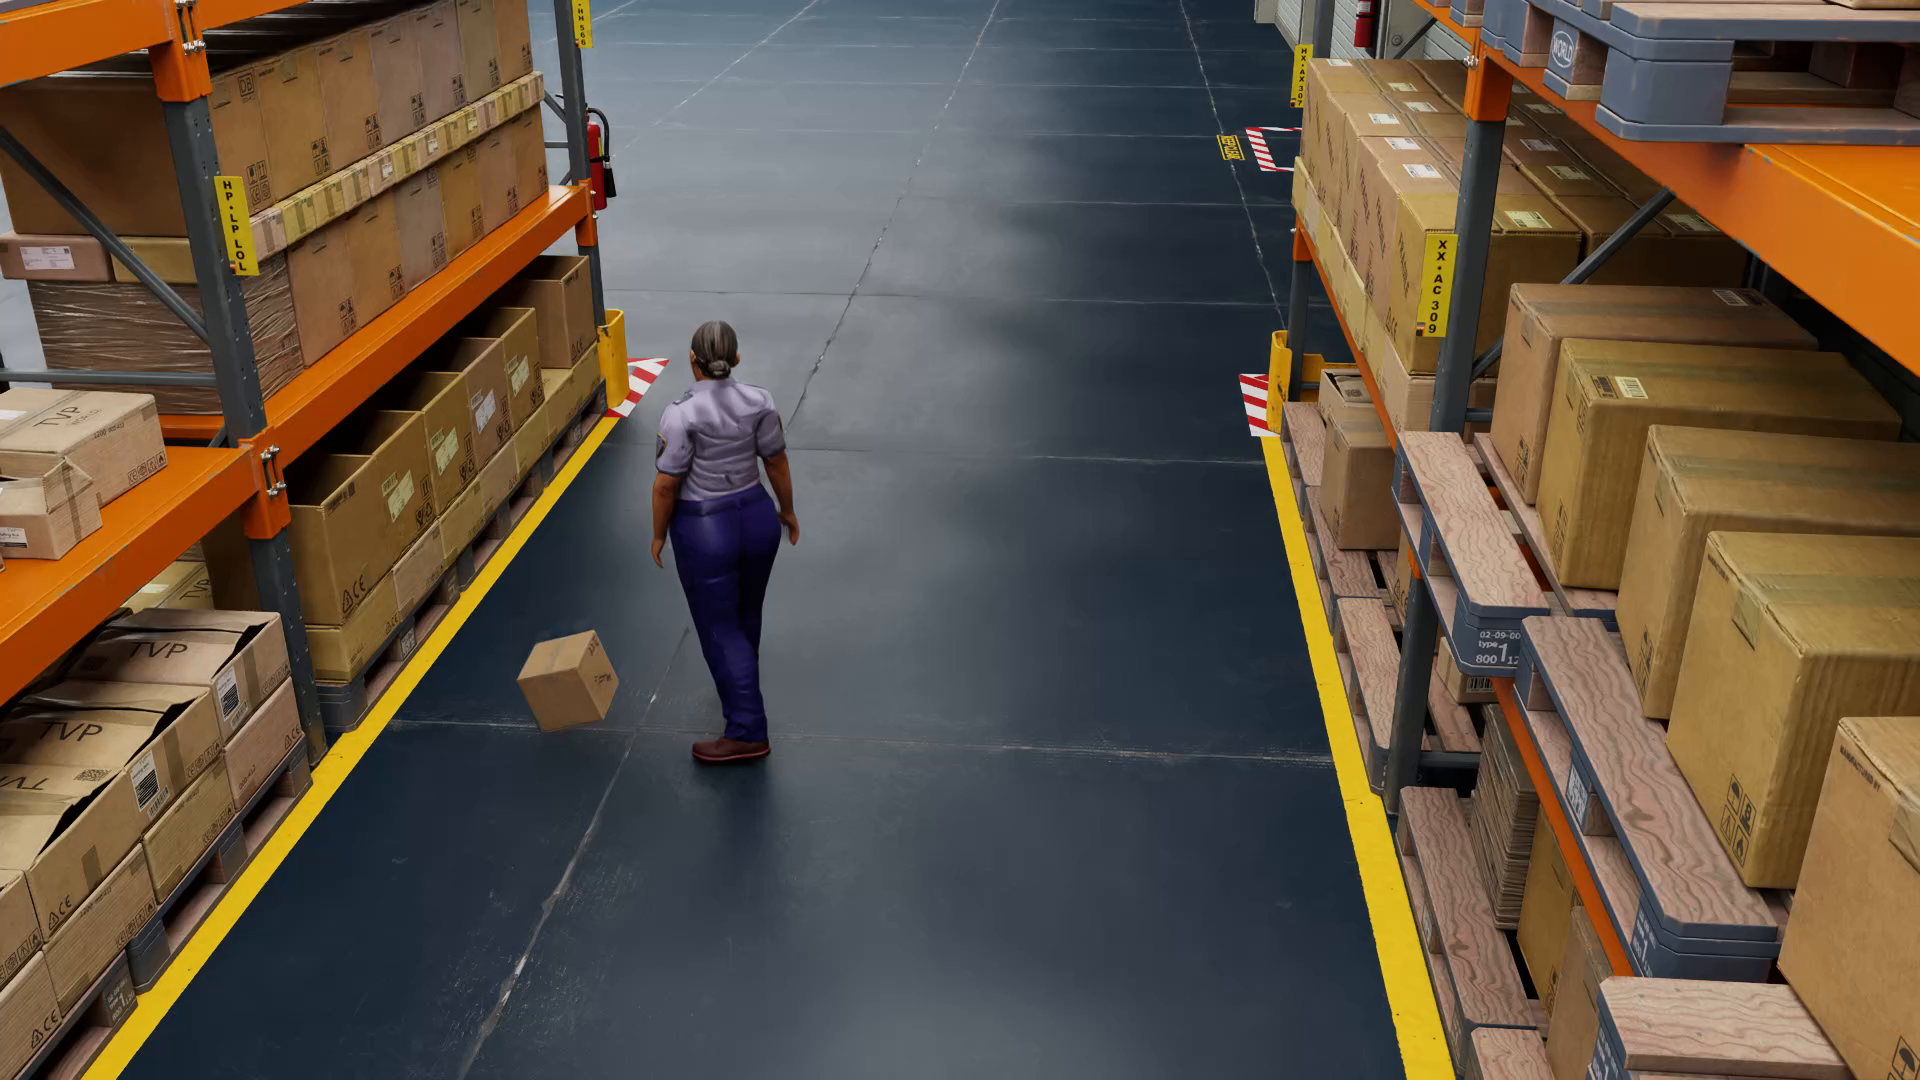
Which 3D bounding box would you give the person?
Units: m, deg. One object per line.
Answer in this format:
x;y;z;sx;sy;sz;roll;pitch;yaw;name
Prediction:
-0.853;-0.025;6.176;0.594;1.640;0.630;-19;31;-36;person
